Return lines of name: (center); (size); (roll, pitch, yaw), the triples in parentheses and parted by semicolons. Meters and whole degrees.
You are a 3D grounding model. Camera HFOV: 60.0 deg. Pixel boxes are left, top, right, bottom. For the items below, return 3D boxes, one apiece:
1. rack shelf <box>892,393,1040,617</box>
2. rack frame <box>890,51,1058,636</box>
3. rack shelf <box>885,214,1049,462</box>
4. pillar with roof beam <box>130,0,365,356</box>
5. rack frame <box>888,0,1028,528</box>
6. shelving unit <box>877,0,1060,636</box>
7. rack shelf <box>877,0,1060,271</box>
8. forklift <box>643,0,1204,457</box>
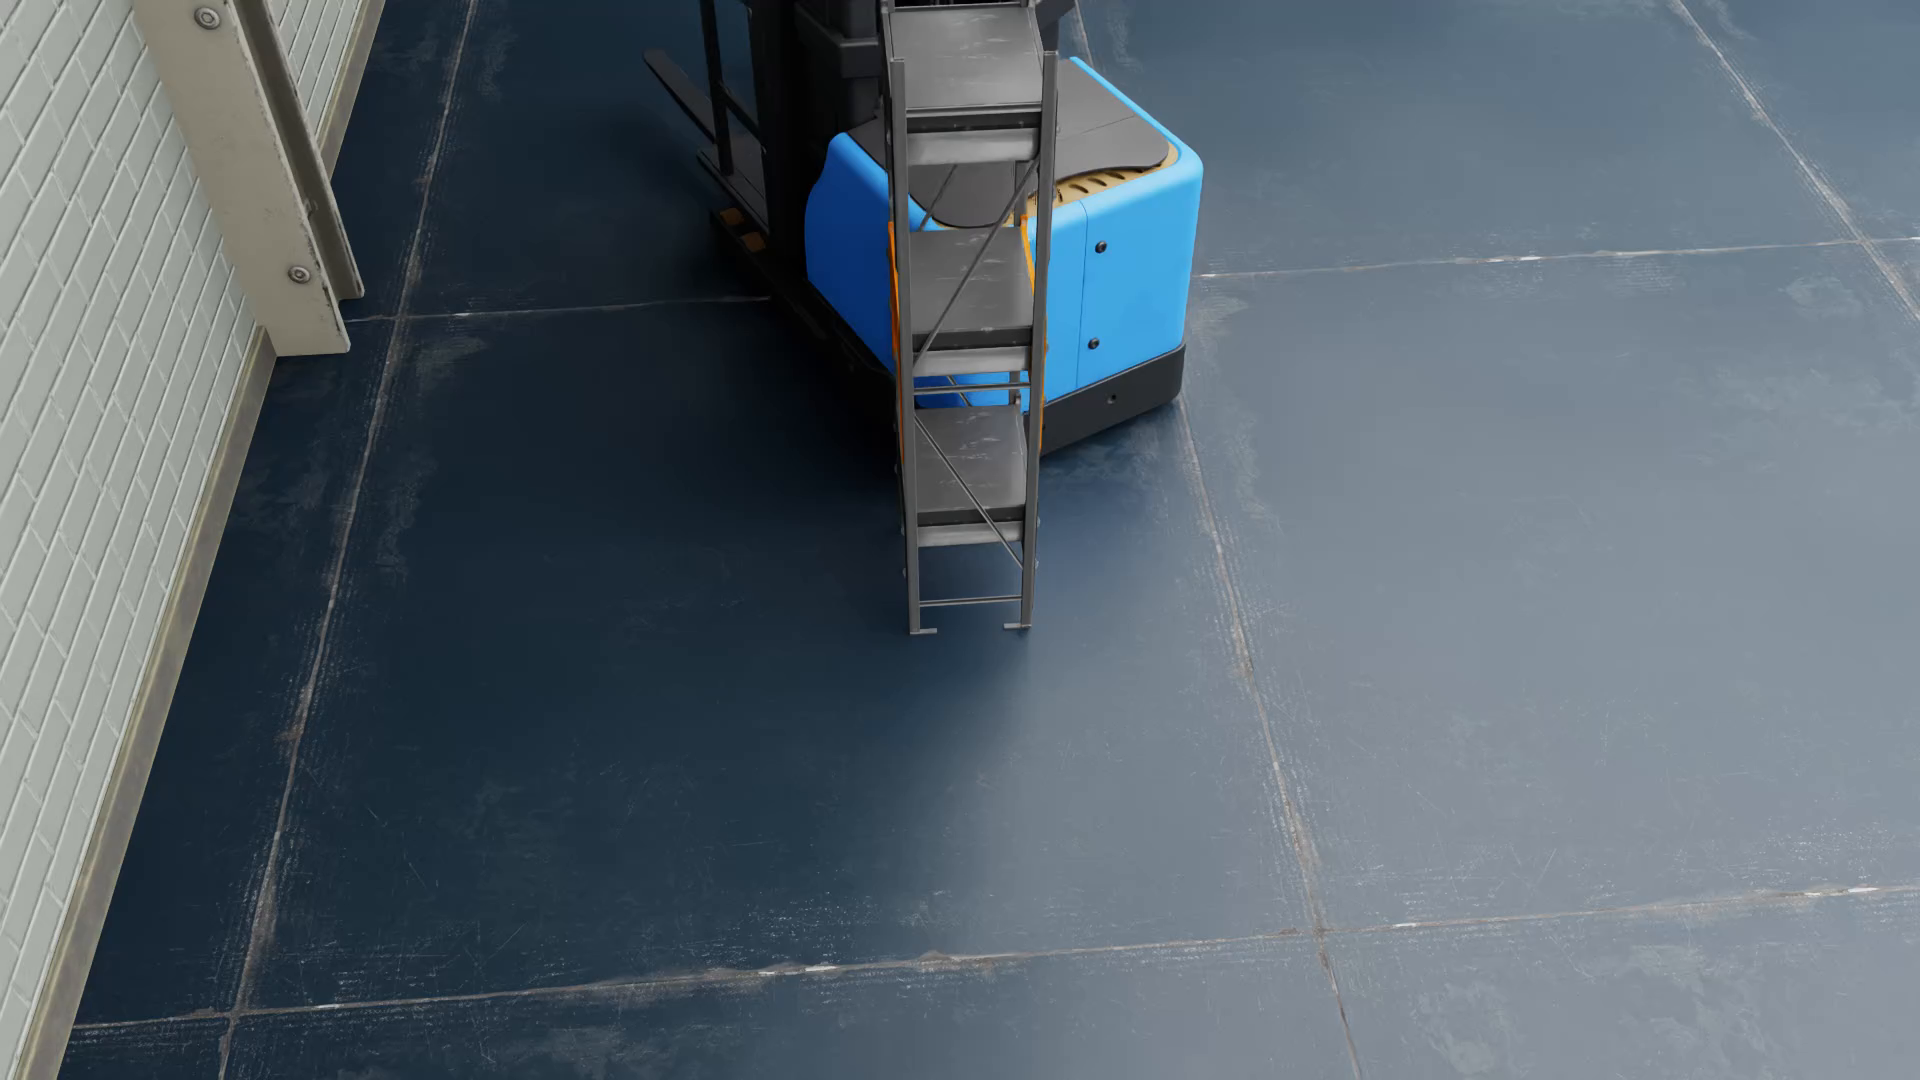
rack shelf: (0.014, -0.112, 5.392); (0.431, 0.518, 0.480); (-3, 47, -3)
rack frame: (0.034, -0.426, 4.707); (0.400, 2.100, 0.015); (-3, 47, -3)
rack shelf: (0.014, -0.593, 4.884); (0.431, 0.518, 0.480); (-3, 47, -3)
pillar with roof beam: (1.752, -4.217, 3.546); (9.100, 9.000, 0.400); (-3, 47, -3)
rack frame: (-0.007, -0.779, 5.041); (0.400, 2.100, 0.015); (-3, 47, -3)
shelving unit: (0.014, -0.602, 4.874); (0.431, 2.100, 0.503); (-3, 47, -3)
rack shelf: (0.014, -1.074, 4.376); (0.431, 0.518, 0.480); (-3, 47, -3)
forklift: (-0.370, -2.252, 5.864); (1.130, 2.935, 3.031); (-24, 51, -21)
